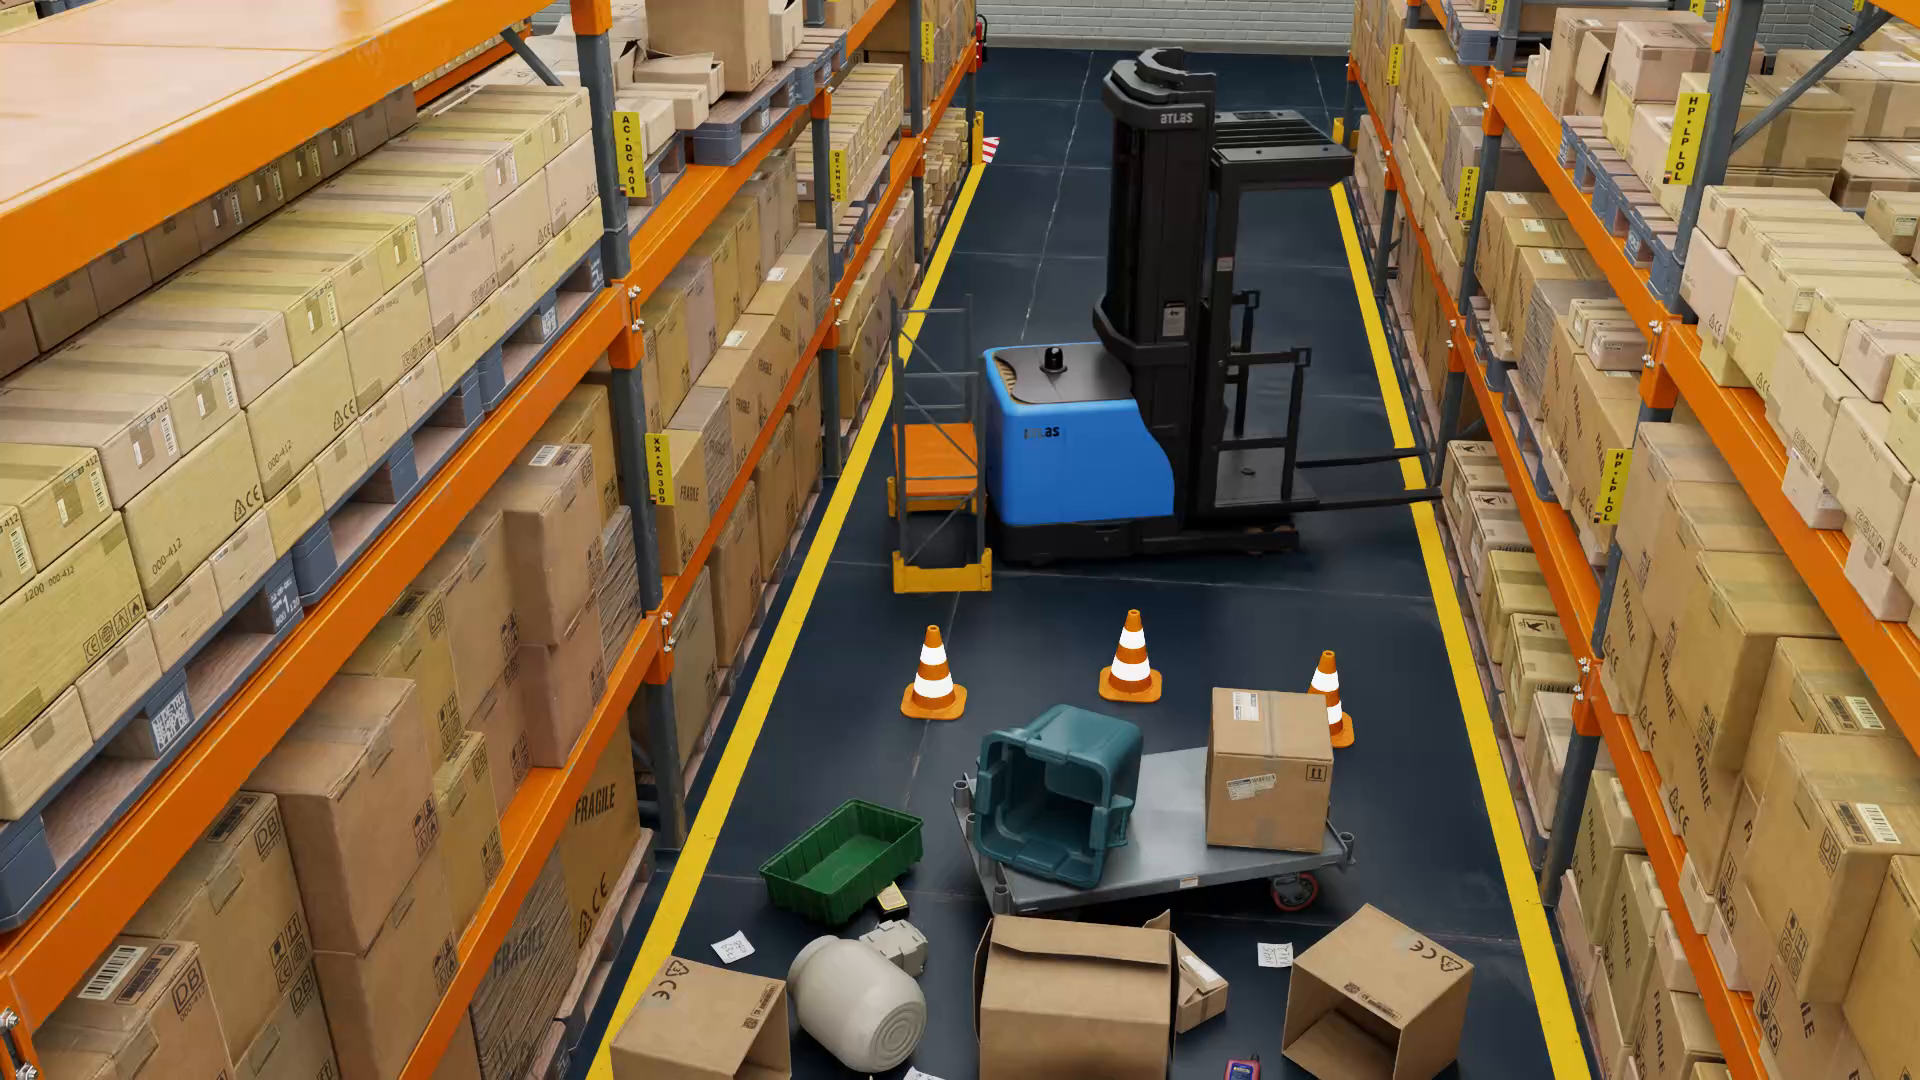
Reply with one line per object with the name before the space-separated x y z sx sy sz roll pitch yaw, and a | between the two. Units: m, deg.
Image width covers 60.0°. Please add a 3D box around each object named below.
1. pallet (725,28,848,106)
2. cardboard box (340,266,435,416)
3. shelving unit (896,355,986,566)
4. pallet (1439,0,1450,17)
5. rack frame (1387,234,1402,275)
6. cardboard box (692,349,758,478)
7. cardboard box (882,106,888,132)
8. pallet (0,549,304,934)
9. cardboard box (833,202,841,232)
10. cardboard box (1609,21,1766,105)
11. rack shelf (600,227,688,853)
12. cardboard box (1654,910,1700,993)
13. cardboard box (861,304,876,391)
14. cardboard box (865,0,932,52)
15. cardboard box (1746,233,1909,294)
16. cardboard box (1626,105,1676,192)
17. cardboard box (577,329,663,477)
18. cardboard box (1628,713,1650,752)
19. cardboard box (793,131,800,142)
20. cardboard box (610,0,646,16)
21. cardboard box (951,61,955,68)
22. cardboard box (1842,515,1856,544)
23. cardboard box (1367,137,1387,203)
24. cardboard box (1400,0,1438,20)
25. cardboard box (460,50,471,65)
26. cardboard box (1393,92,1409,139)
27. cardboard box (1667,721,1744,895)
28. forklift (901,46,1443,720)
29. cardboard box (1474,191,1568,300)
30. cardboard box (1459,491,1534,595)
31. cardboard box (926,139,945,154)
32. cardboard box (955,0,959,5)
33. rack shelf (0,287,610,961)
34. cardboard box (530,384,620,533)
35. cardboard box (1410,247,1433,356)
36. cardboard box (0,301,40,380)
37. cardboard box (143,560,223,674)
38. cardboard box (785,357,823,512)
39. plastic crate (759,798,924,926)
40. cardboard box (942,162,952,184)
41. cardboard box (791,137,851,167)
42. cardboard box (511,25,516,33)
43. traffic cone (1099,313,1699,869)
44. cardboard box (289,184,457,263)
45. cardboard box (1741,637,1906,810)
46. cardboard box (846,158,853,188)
pallet | -1.338 -2.722 9.468 1.213 0.211 1.003 5 29 9
cardboard box | -1.794 -0.564 4.560 0.500 0.250 0.500 3 28 6
shelving unit | -0.138 -0.582 10.041 0.500 1.500 0.985 -2 28 -3
pallet | 3.774 -3.621 11.137 1.003 0.211 1.213 5 29 9
rack frame | 4.107 -3.433 13.752 0.949 2.616 0.053 3 28 6
cardboard box | -1.345 -0.657 8.493 0.500 0.500 0.500 3 28 6
cardboard box | -0.768 -3.310 13.032 0.380 0.149 0.250 2 28 5
pallet | -2.211 0.344 3.672 1.003 0.211 1.213 3 28 6
cardboard box | -1.023 -2.190 11.267 0.380 0.149 0.250 5 29 9
cardboard box | 3.171 -2.089 7.283 0.500 0.250 0.500 4 29 7
rack shelf | -8.950 -1.292 9.778 15.905 3.000 4.168 3 28 6
cardboard box | 2.617 1.429 5.709 0.380 0.149 0.250 5 29 9
cardboard box | -0.914 -1.430 12.227 0.500 0.500 0.500 4 29 7
cardboard box | -0.524 -4.487 14.235 0.500 0.500 0.500 4 29 7
cardboard box | 2.717 -0.851 5.222 0.380 0.149 0.250 2 28 5
cardboard box | 3.118 -1.628 6.955 0.500 0.250 0.500 4 29 7
cardboard box | -1.747 -0.626 7.382 0.700 0.500 0.500 3 28 5
cardboard box | 2.787 0.694 6.355 0.380 0.149 0.250 4 29 8
cardboard box | -1.452 -3.103 12.961 0.380 0.149 0.250 2 28 4
cardboard box | -1.680 -2.710 8.858 0.500 0.250 0.500 4 29 8
cardboard box | -0.244 -4.798 16.551 0.380 0.149 0.250 2 28 4
cardboard box | 2.652 -0.018 4.515 0.380 0.149 0.250 4 29 7
cardboard box | 4.508 -3.625 16.368 0.875 0.438 0.875 4 29 8
cardboard box | 3.825 -4.367 13.641 0.380 0.149 0.250 3 28 5
cardboard box | -5.146 -4.875 16.694 0.384 0.149 0.255 4 29 8
cardboard box | 3.770 -3.397 13.315 0.500 0.250 0.500 3 28 5
cardboard box | 2.680 0.822 5.436 0.500 0.500 0.500 3 28 6
forklift | 1.388 -1.060 9.420 3.836 2.935 2.622 -4 29 -8
cardboard box | 3.329 -1.712 9.695 0.500 0.500 0.500 3 28 5
cardboard box | 3.452 0.035 9.643 0.950 0.372 0.625 3 28 5
cardboard box | -0.353 -3.874 16.507 0.380 0.149 0.250 2 28 4
cardboard box | -0.258 -5.458 16.037 0.500 0.500 0.500 5 29 9
rack shelf | -2.047 -0.088 4.857 0.919 0.052 3.809 3 28 6
cardboard box | -1.881 -0.278 6.598 0.875 0.550 0.550 3 28 6
cardboard box | 4.004 -1.961 12.816 0.887 0.875 0.887 4 29 7
cardboard box | -2.462 -0.471 3.966 0.380 0.149 0.250 3 29 6
cardboard box | -1.870 0.156 3.645 0.380 0.149 0.250 3 29 6
cardboard box | -1.476 -0.704 10.615 1.050 0.750 0.750 3 28 6
plastic crate | -0.523 1.463 7.568 0.450 0.188 0.662 9 28 37
cardboard box | -0.281 -3.612 16.333 0.380 0.149 0.250 4 29 7
cardboard box | -0.965 -2.700 11.585 0.380 0.149 0.250 2 28 4
cardboard box | -4.989 -5.472 17.802 0.380 0.149 0.250 4 29 7
traffic cone | 2.189 -0.037 7.651 3.046 2.808 1.723 3 28 6
cardboard box | -1.686 -0.913 4.787 0.380 0.149 0.250 3 28 6
cardboard box | 2.708 0.636 4.725 0.700 0.500 0.500 3 28 6
cardboard box | -0.962 -2.584 11.684 0.380 0.149 0.250 3 29 6
